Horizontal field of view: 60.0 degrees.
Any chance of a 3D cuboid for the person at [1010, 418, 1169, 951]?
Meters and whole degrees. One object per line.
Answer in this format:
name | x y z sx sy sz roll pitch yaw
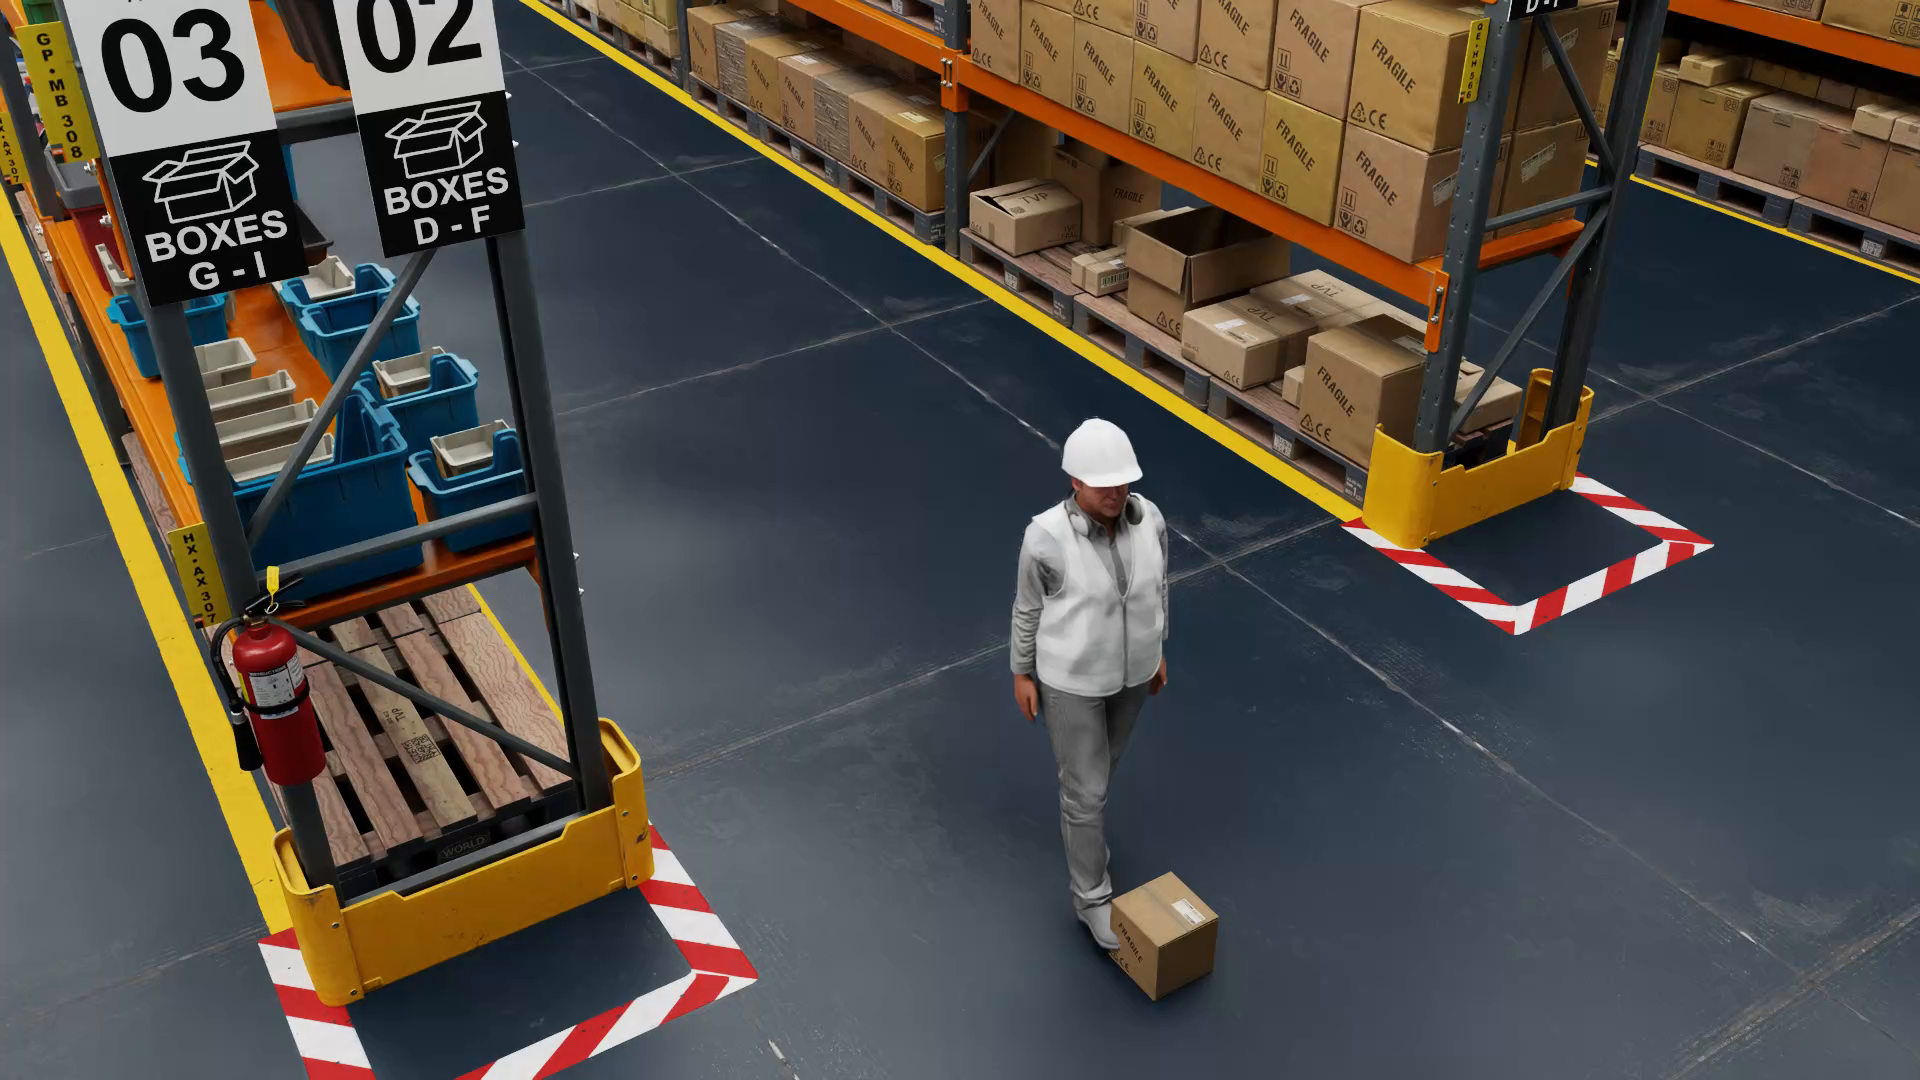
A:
person | 0.504 0.463 5.376 0.556 1.759 0.735 -16 36 -23
